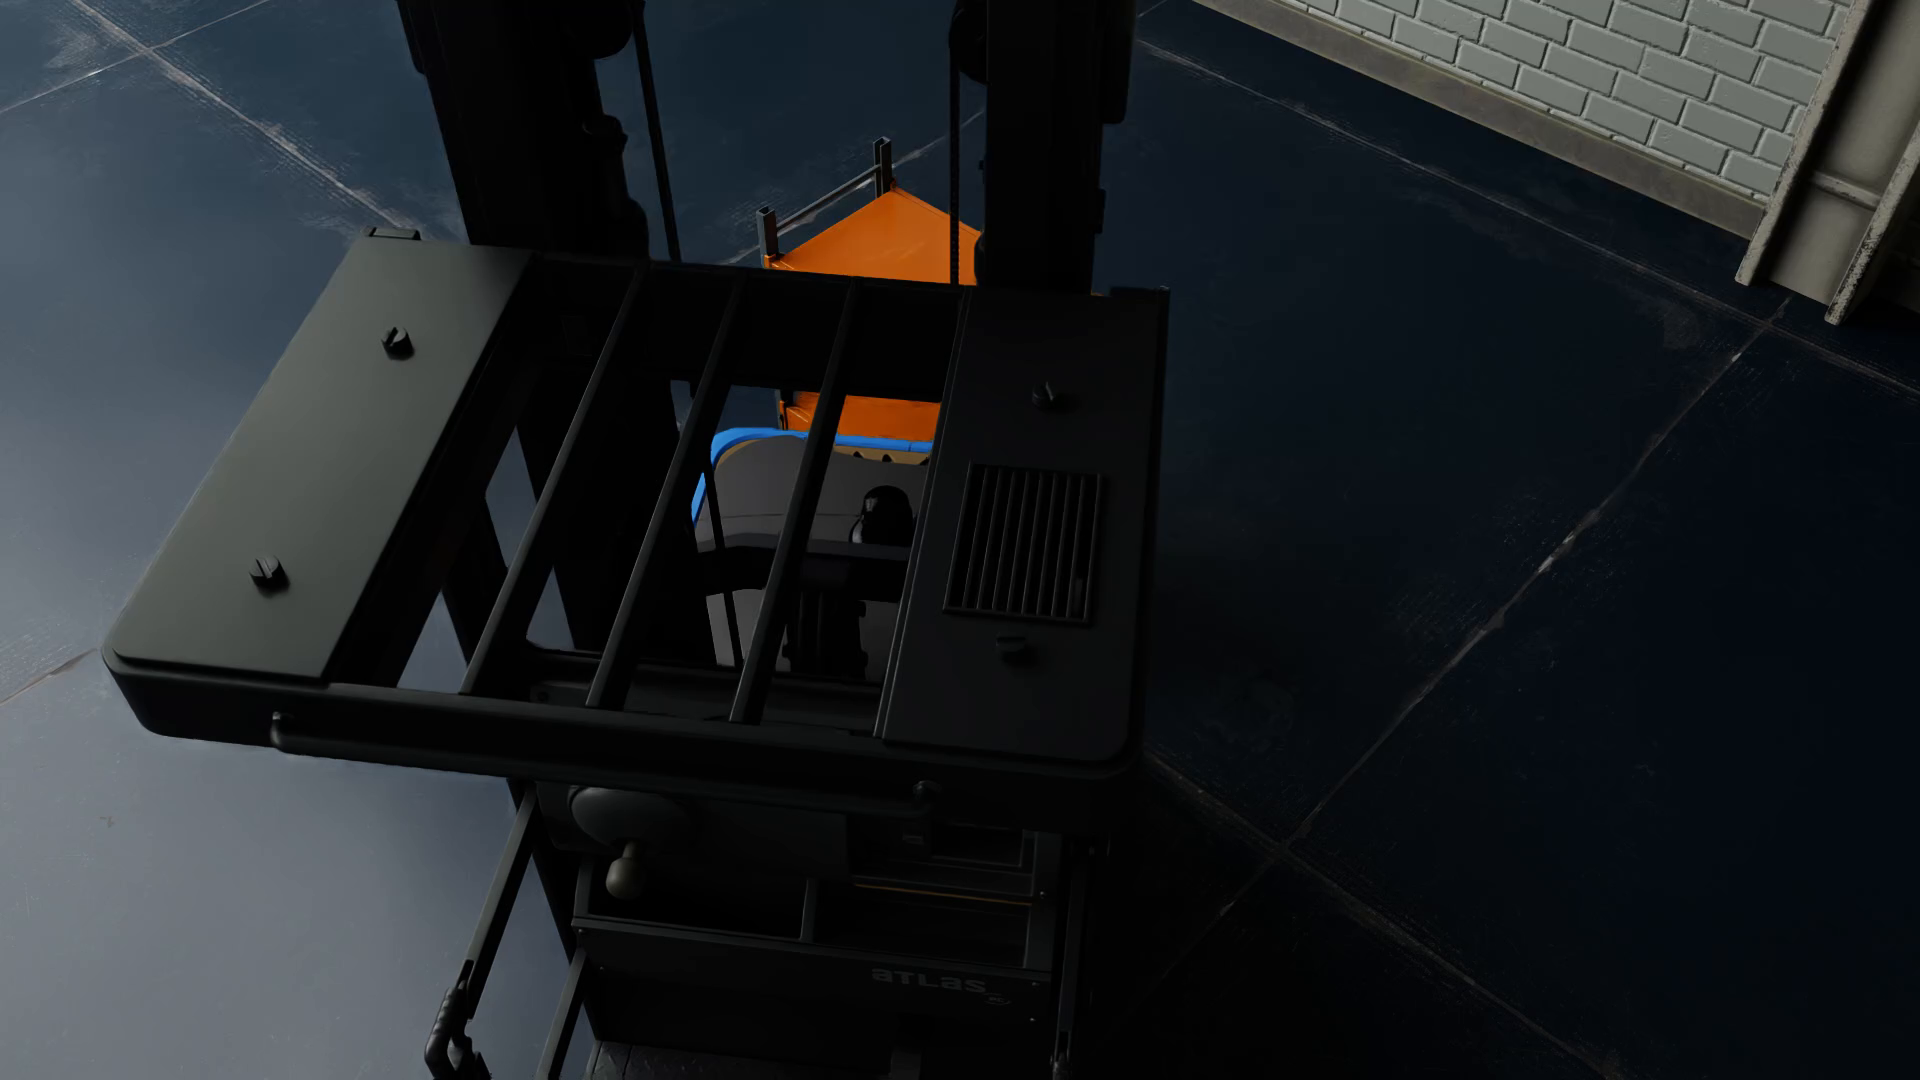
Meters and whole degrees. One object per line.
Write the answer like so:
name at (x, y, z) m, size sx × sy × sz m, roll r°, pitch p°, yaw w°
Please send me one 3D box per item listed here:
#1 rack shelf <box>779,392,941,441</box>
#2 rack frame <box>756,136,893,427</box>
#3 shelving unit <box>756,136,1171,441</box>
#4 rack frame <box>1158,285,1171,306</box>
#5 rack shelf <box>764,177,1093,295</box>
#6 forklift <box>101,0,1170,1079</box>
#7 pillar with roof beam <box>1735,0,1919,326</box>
rack shelf at (-0.005, -0.221, 5.021) m, size 1.000 × 0.278 × 0.538 m, roll 34°, pitch 55°, yaw 28°
rack frame at (-0.379, -0.640, 5.079) m, size 0.032 × 1.125 × 0.500 m, roll 34°, pitch 55°, yaw 28°
shelving unit at (-0.005, -0.388, 4.843) m, size 1.048 × 1.125 × 0.538 m, roll 34°, pitch 55°, yaw 28°
rack frame at (0.369, -0.137, 4.607) m, size 0.032 × 1.125 × 0.500 m, roll 34°, pitch 55°, yaw 28°
rack shelf at (-0.005, -0.589, 4.630) m, size 1.000 × 0.278 × 0.538 m, roll 34°, pitch 55°, yaw 28°
forklift at (-0.305, 0.552, 2.721) m, size 1.130 × 2.935 × 3.031 m, roll 5°, pitch 47°, yaw 5°
pillar with roof beam at (0.195, -1.721, 0.693) m, size 0.400 × 9.000 × 9.100 m, roll 34°, pitch 55°, yaw 28°
